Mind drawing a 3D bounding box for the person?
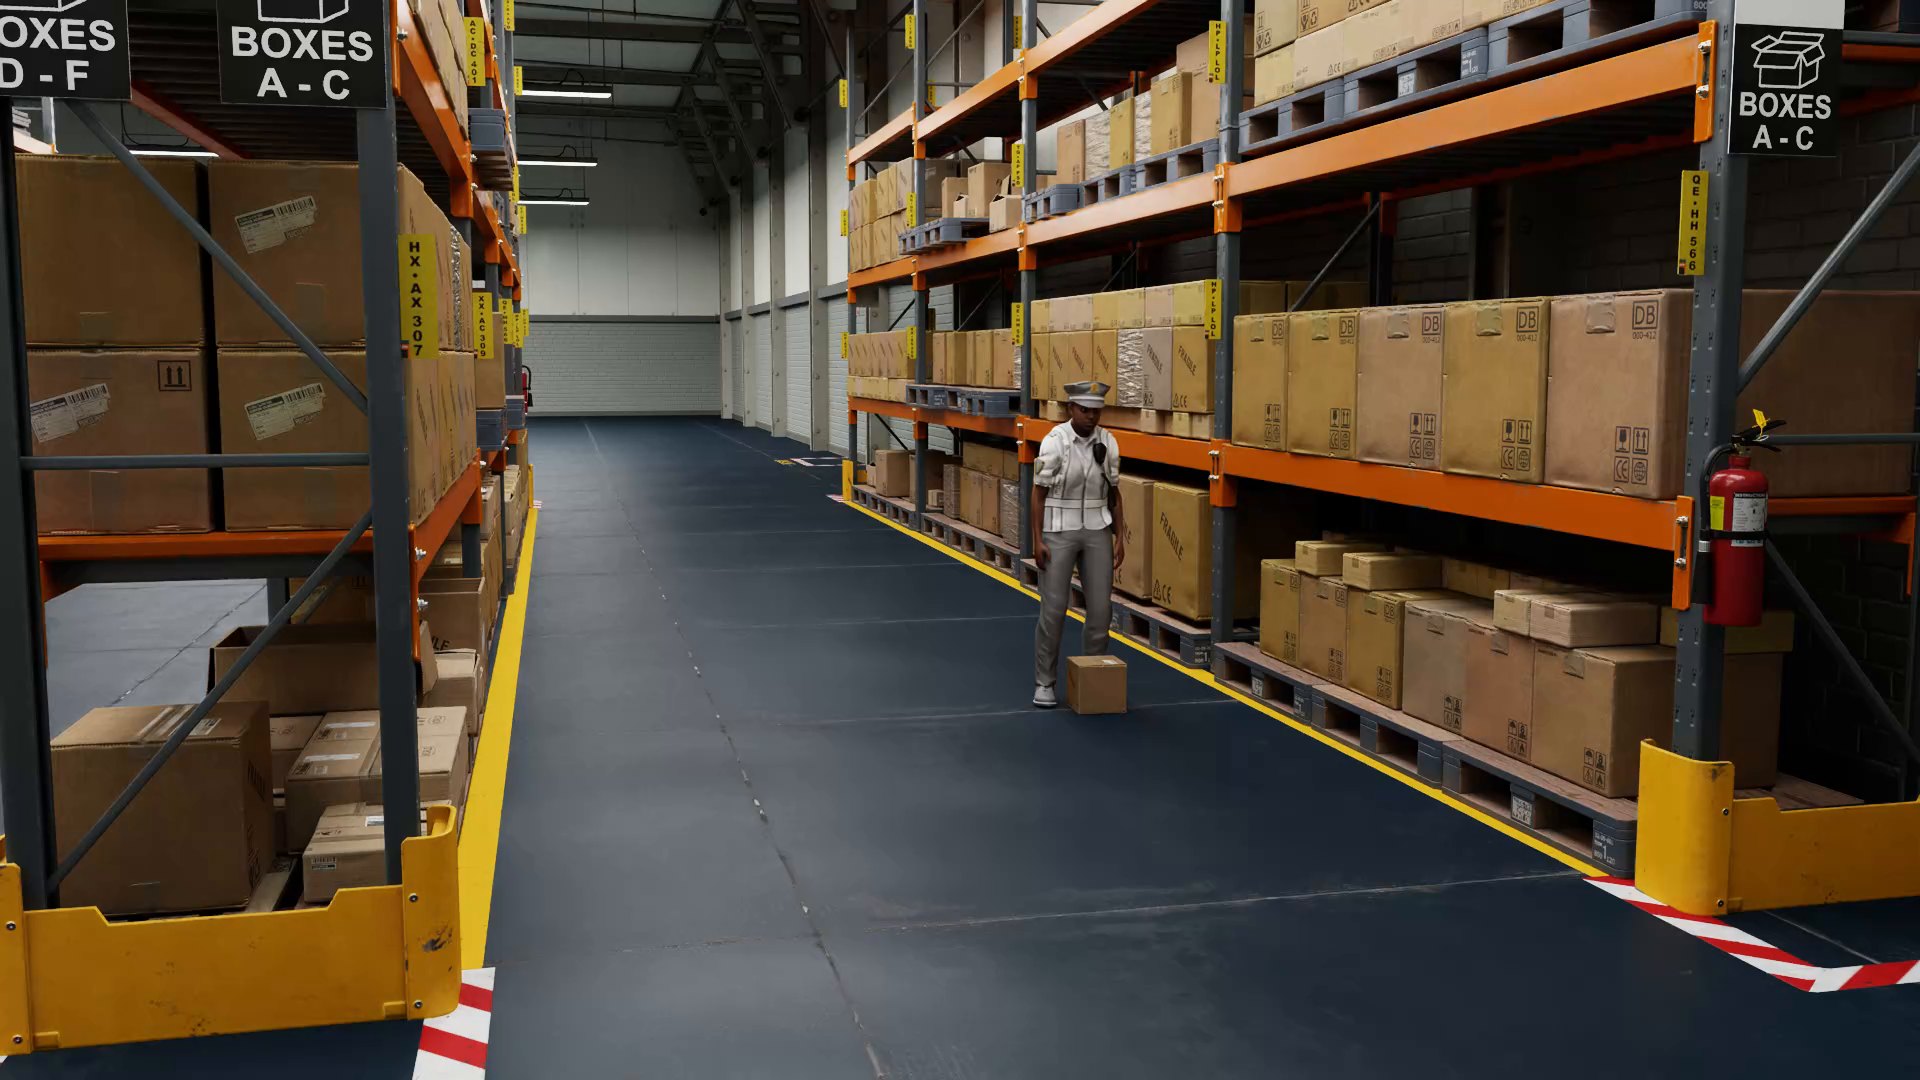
[{"bbox_3d":[0.604,0.010,8.589,0.507,1.659,0.392,-1,6,-13],"label":"person"}]
